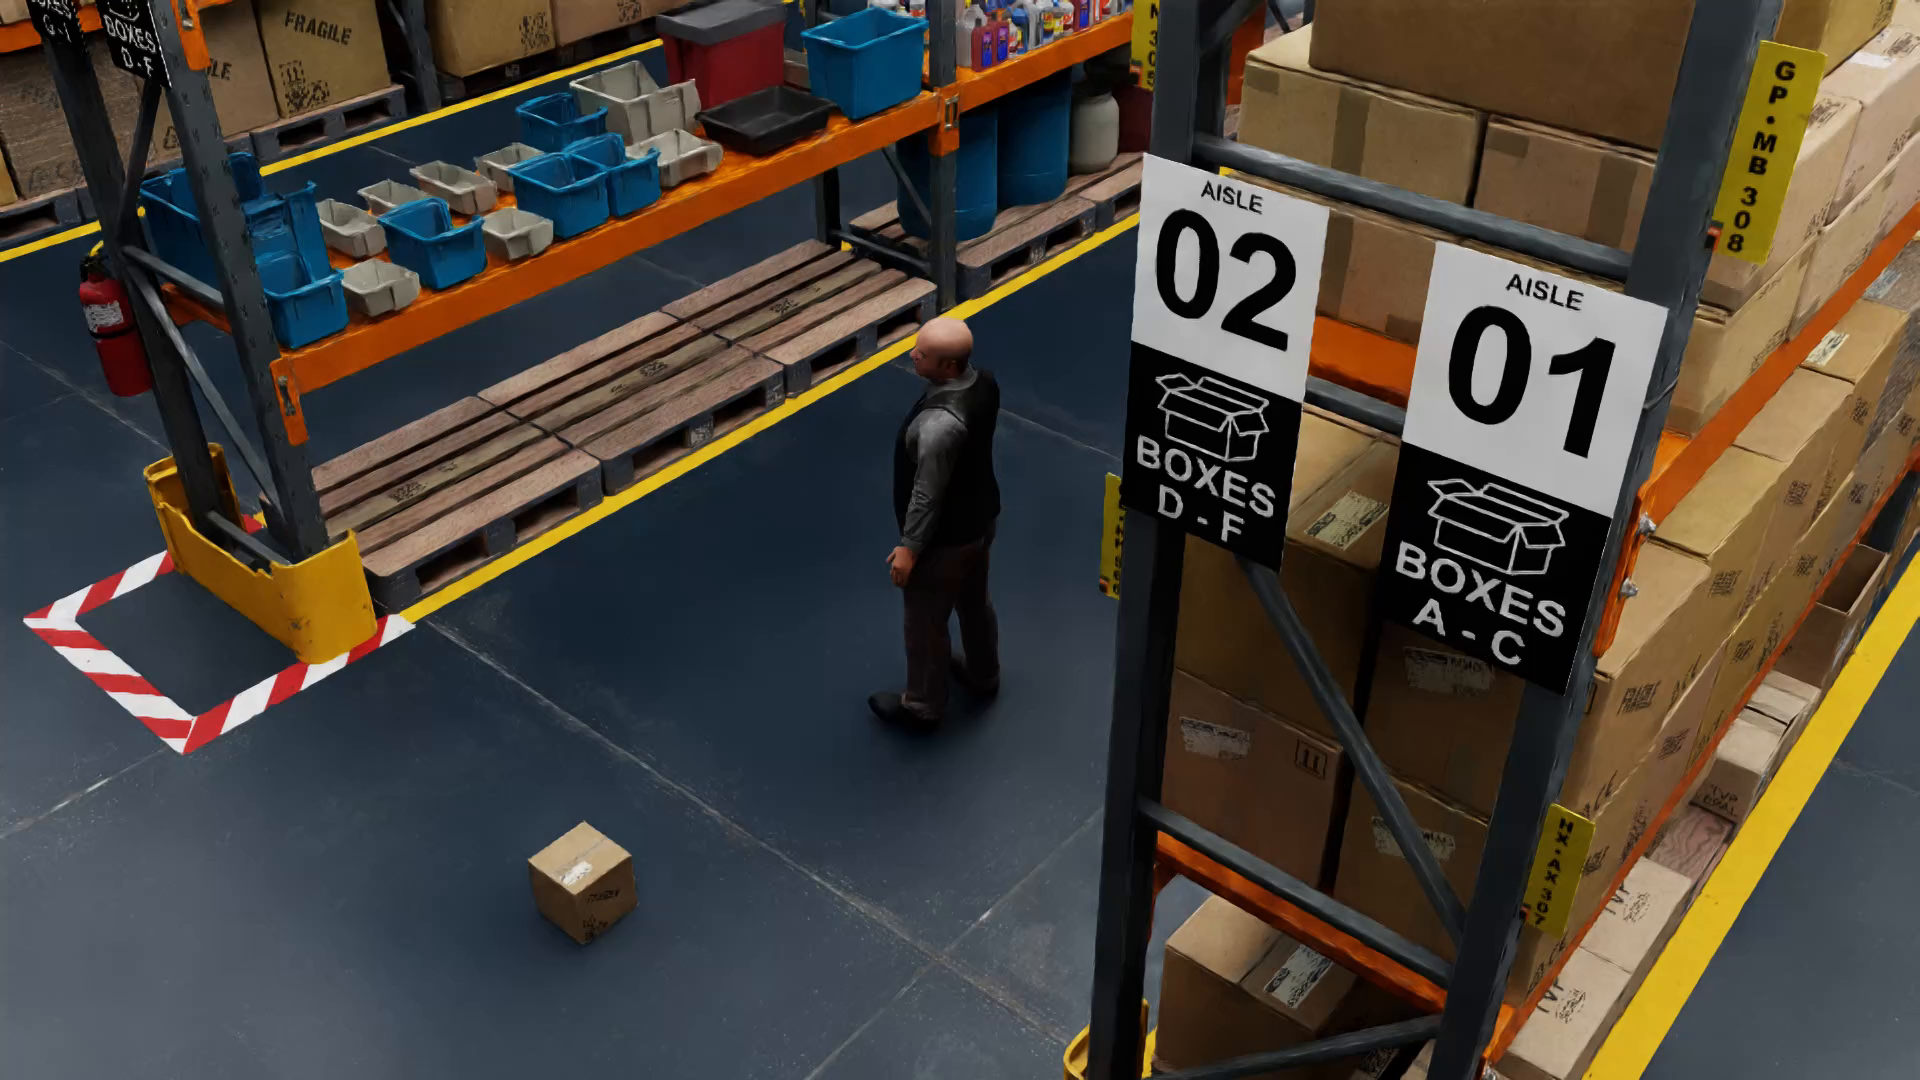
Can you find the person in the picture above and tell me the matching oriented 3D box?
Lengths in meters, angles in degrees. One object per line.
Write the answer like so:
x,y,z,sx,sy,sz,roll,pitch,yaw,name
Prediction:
-0.091,-0.059,6.203,0.470,1.730,0.588,13,37,17,person
